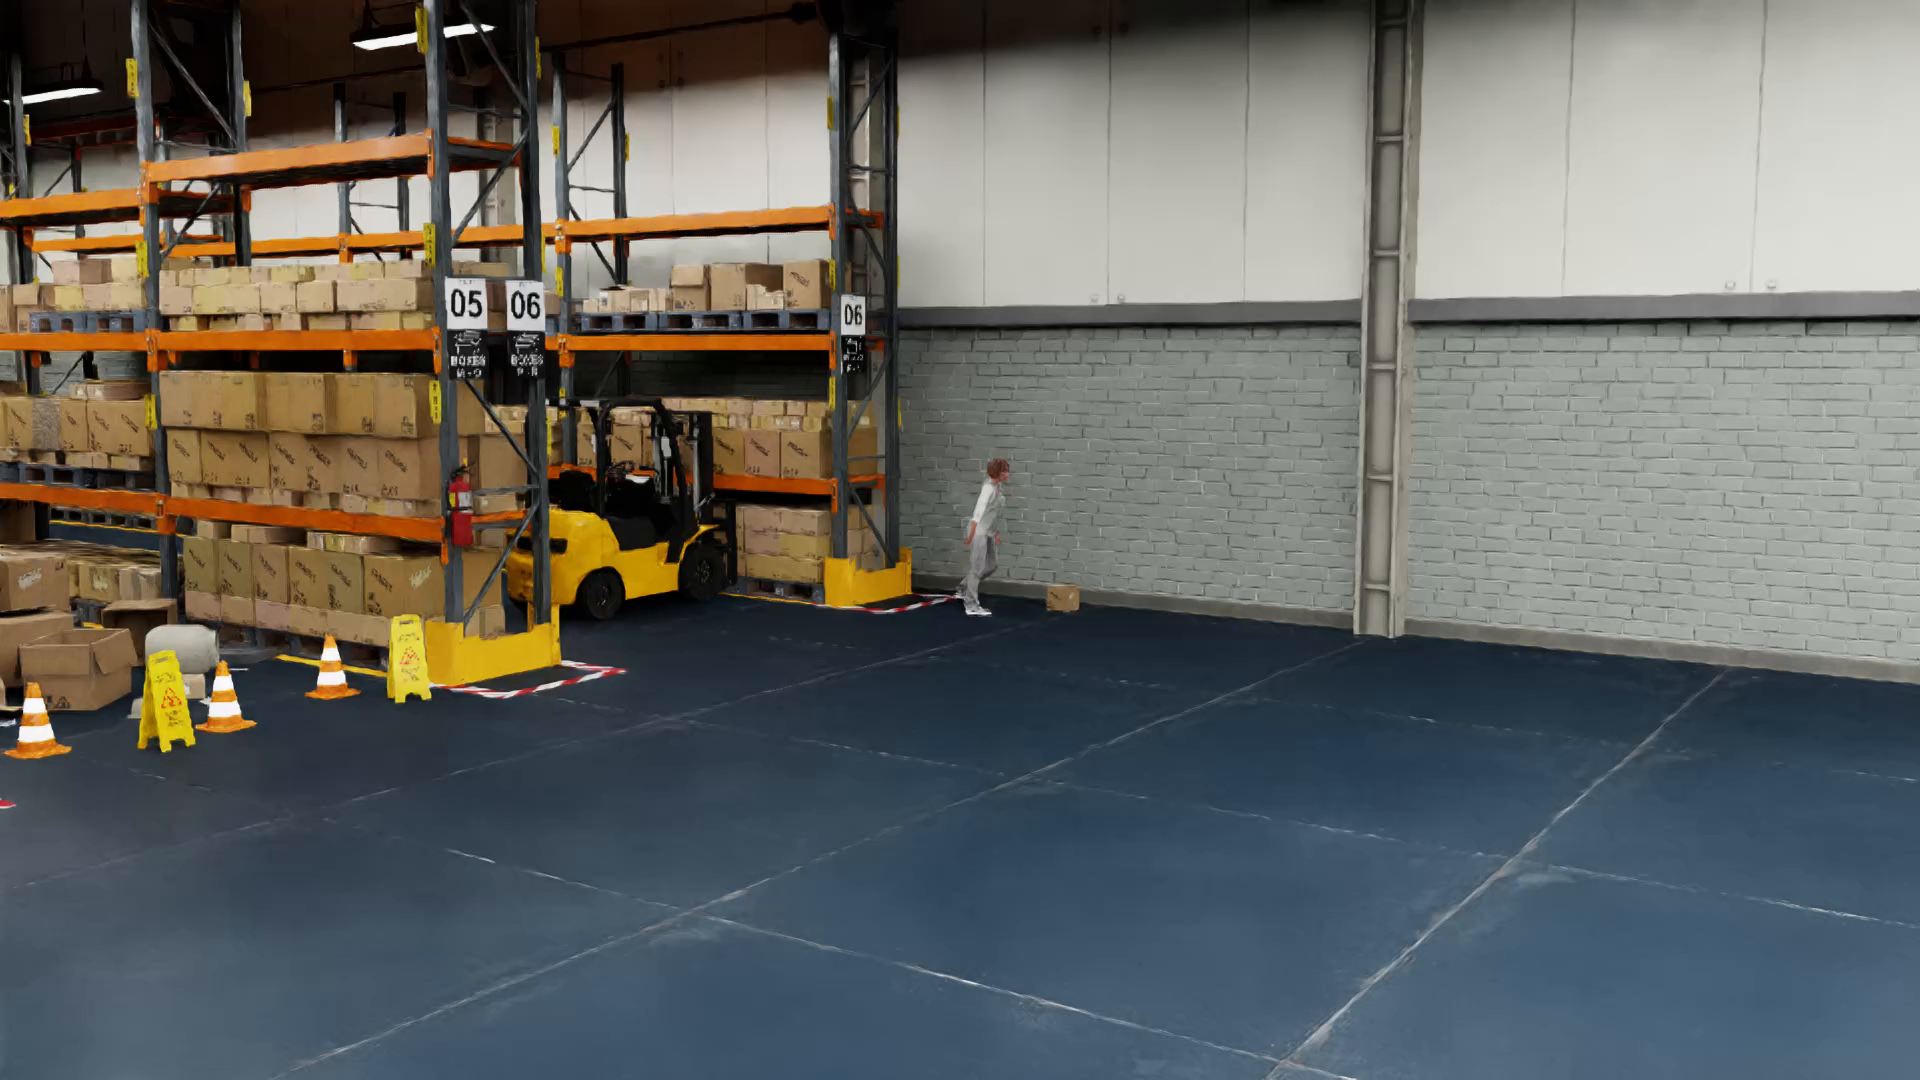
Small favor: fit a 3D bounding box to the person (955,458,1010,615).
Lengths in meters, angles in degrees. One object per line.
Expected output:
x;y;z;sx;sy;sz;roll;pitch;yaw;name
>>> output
0.209;-0.040;16.621;0.581;1.574;0.420;2;7;15;person
